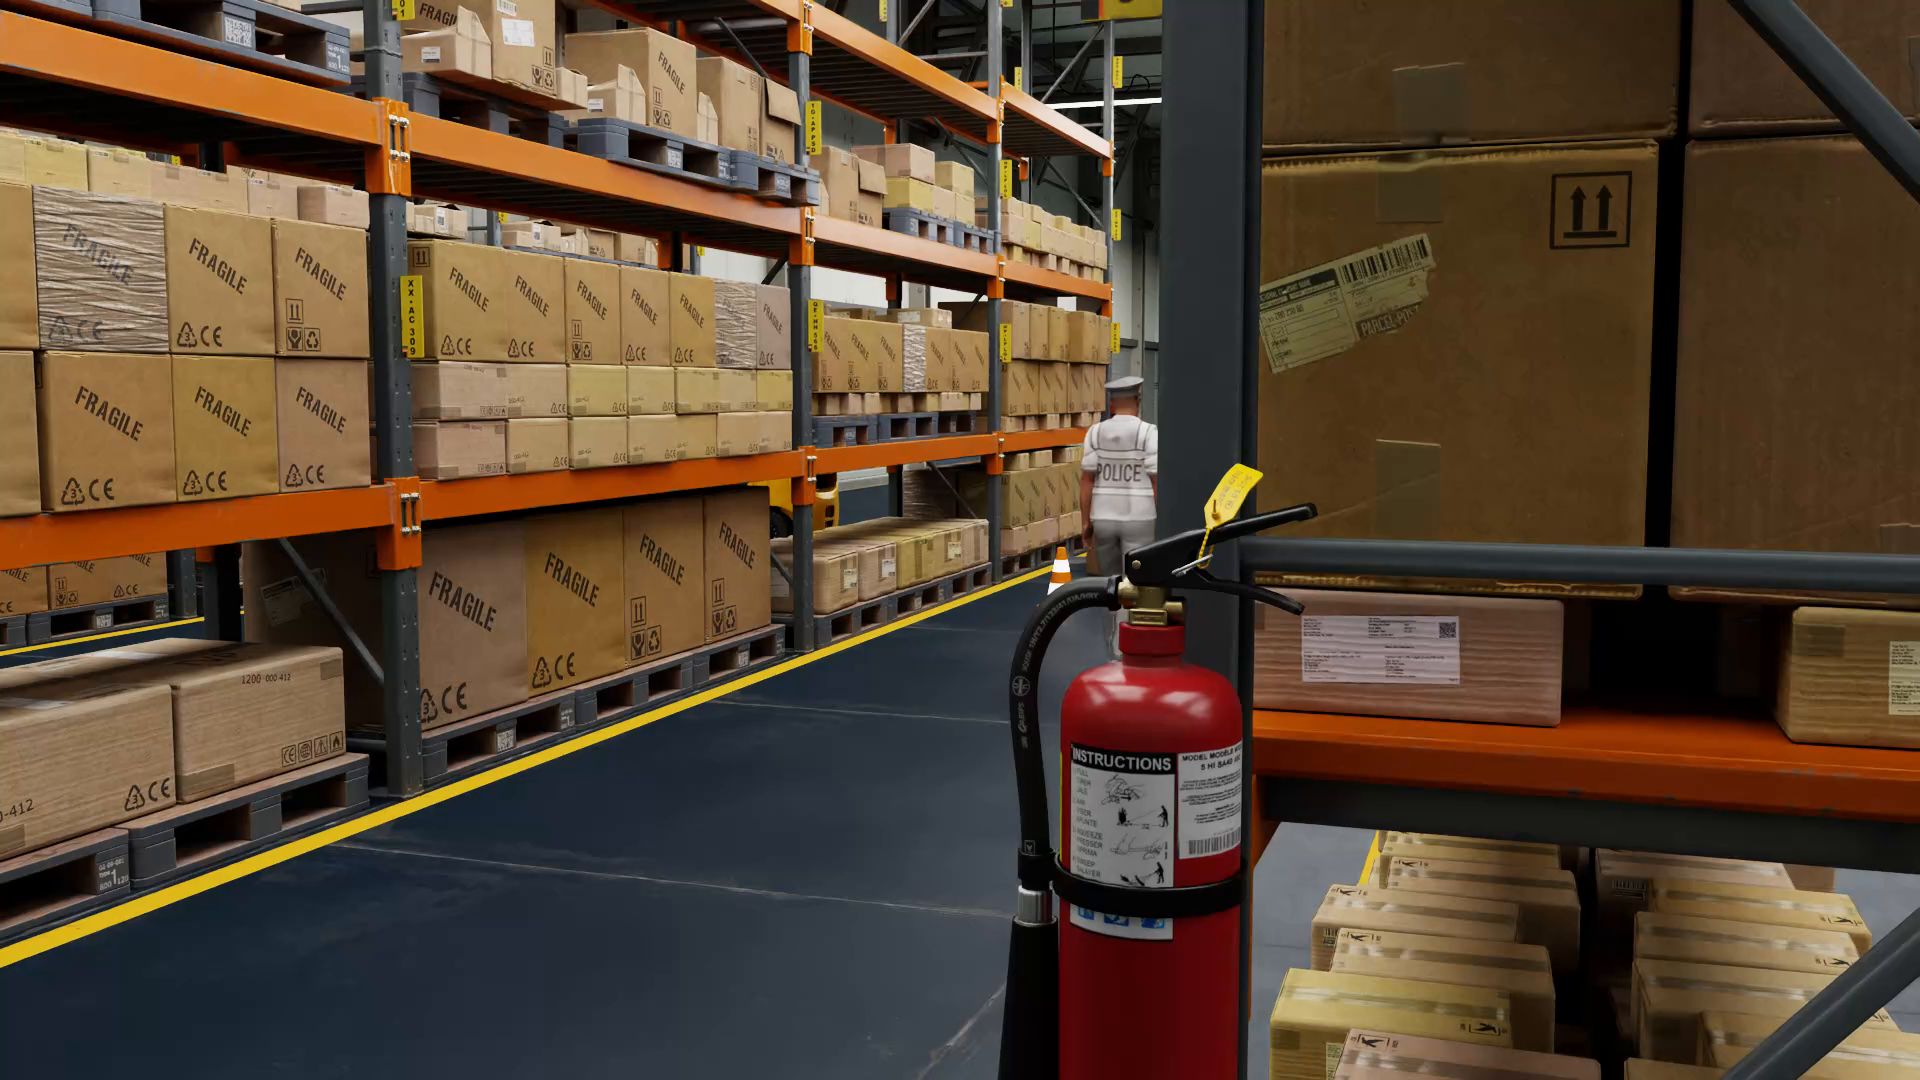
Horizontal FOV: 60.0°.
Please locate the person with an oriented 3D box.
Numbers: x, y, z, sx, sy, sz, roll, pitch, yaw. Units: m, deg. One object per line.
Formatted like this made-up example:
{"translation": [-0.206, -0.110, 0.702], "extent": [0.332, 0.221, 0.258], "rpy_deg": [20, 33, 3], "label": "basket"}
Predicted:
{"translation": [1.011, -0.099, 10.000], "extent": [0.555, 1.767, 0.671], "rpy_deg": [3, 6, 31], "label": "person"}
